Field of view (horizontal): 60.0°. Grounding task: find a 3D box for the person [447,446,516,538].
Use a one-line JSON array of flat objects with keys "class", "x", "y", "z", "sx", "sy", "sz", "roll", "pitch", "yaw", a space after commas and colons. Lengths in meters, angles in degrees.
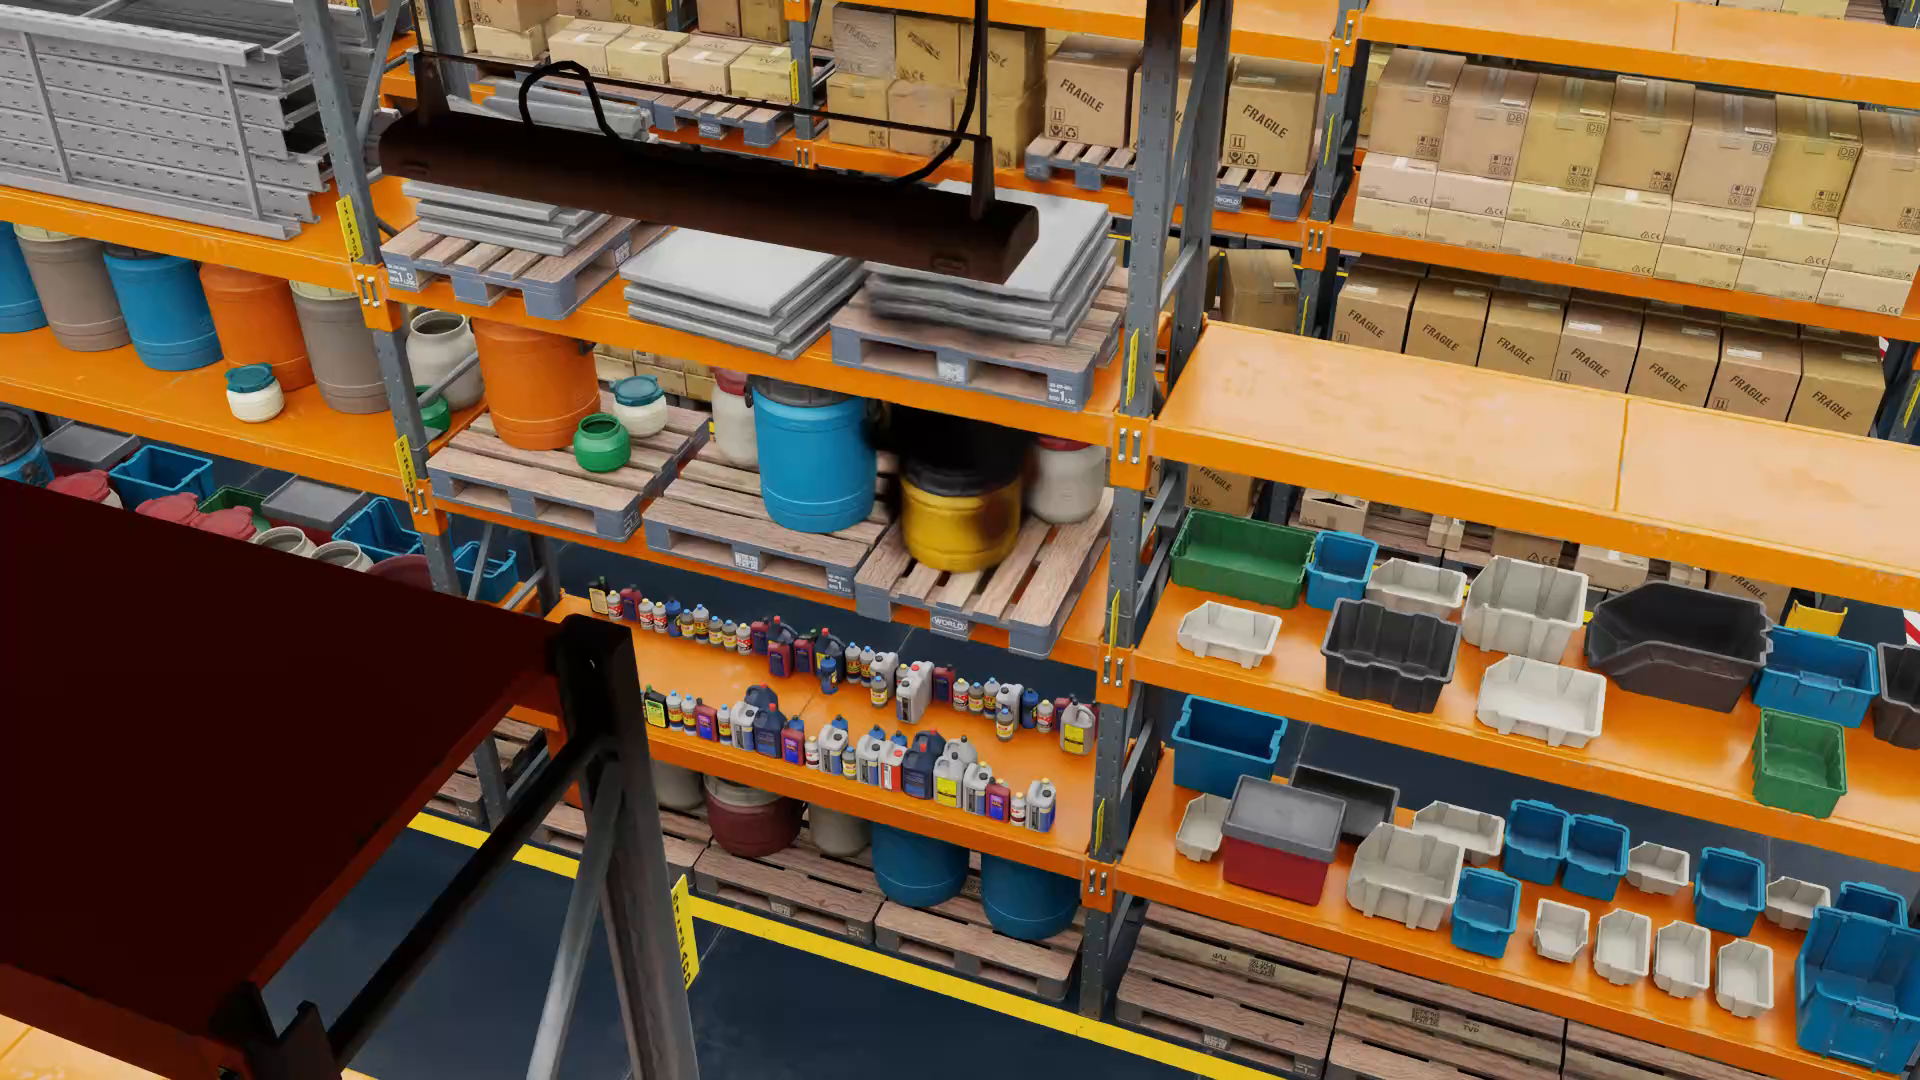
[{"class": "person", "x": -3.909, "y": -0.558, "z": 12.726, "sx": 0.999, "sy": 1.759, "sz": 0.643, "roll": 10, "pitch": 38, "yaw": 14}]
